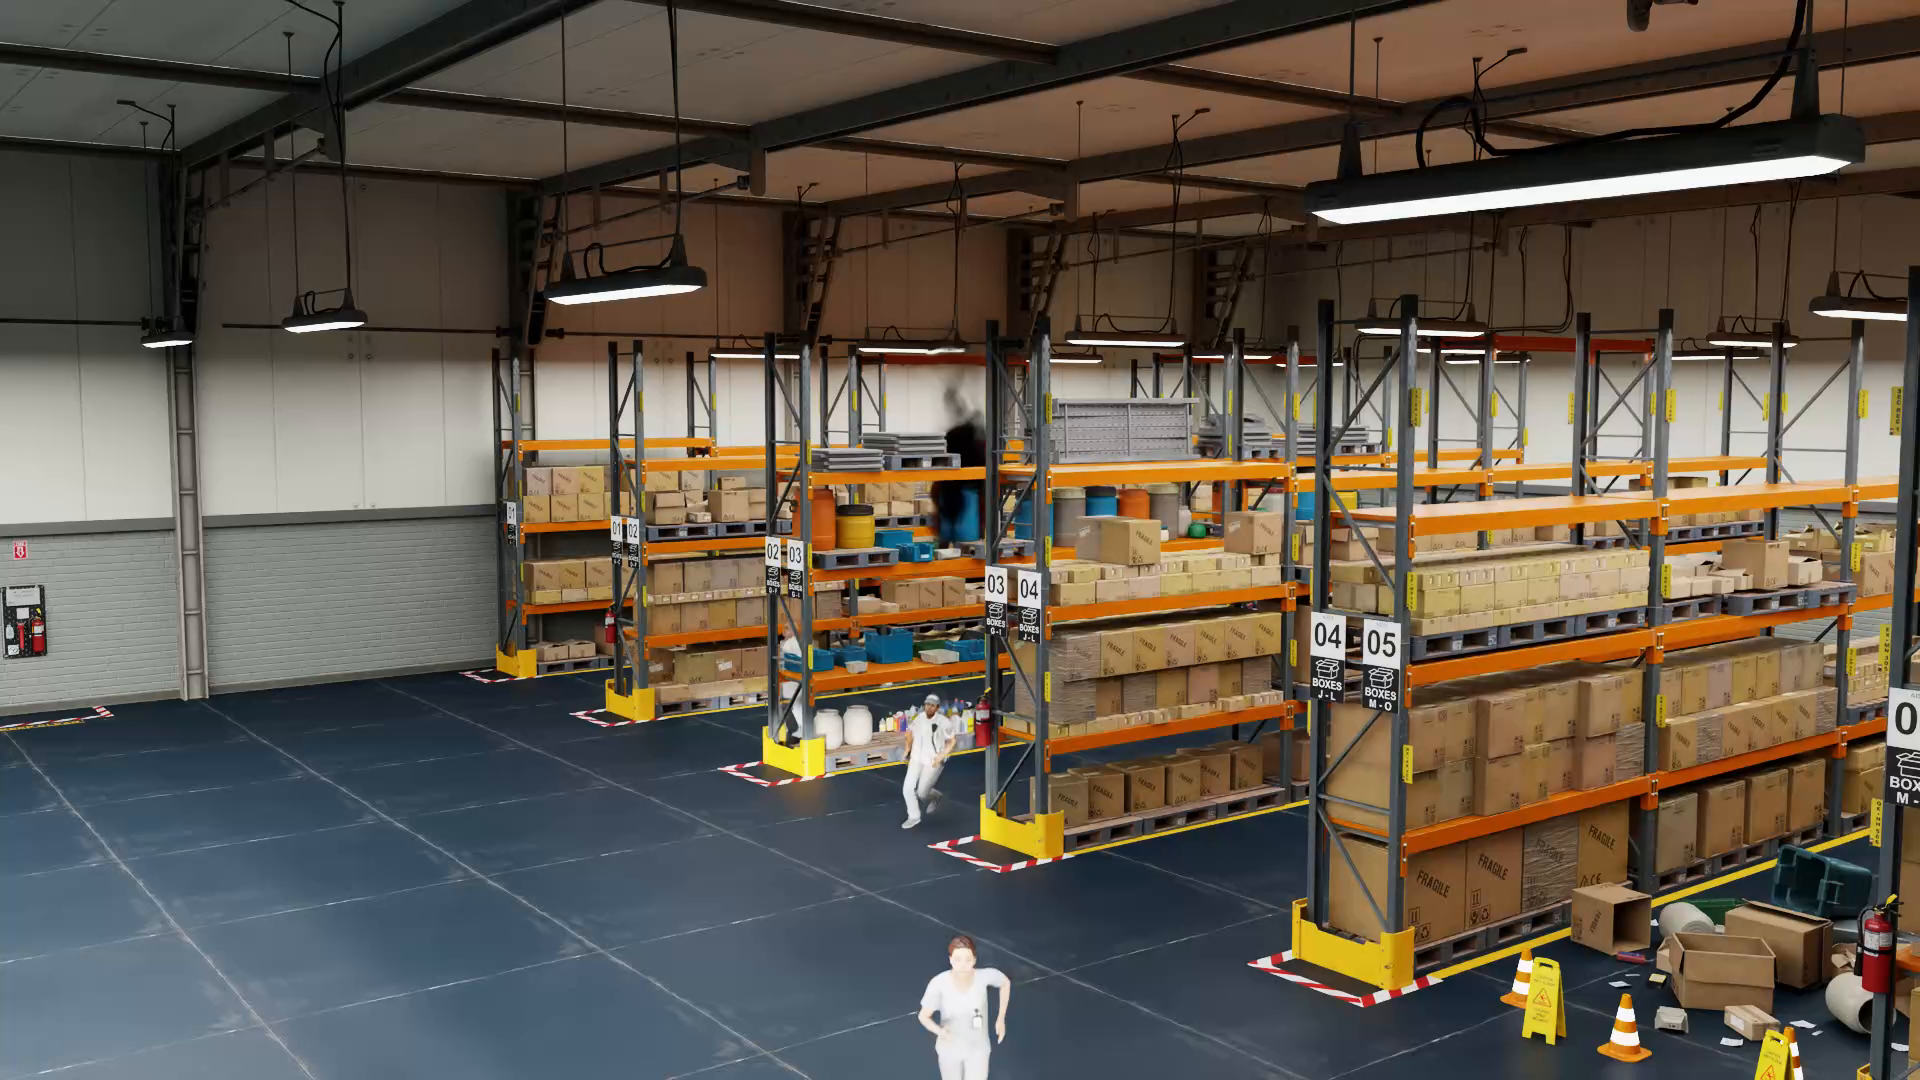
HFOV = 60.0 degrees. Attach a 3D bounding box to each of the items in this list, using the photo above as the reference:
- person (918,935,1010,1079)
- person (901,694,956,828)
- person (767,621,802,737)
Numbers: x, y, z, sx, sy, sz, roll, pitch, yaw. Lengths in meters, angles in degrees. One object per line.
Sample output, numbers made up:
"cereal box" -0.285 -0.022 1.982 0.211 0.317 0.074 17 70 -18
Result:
"person" 0.032 3.393 10.958 0.595 1.694 0.956 0 5 2
"person" -0.362 2.634 19.871 0.647 1.621 0.533 3 6 32
"person" -2.545 2.110 24.678 0.804 1.834 0.682 -4 6 -38
